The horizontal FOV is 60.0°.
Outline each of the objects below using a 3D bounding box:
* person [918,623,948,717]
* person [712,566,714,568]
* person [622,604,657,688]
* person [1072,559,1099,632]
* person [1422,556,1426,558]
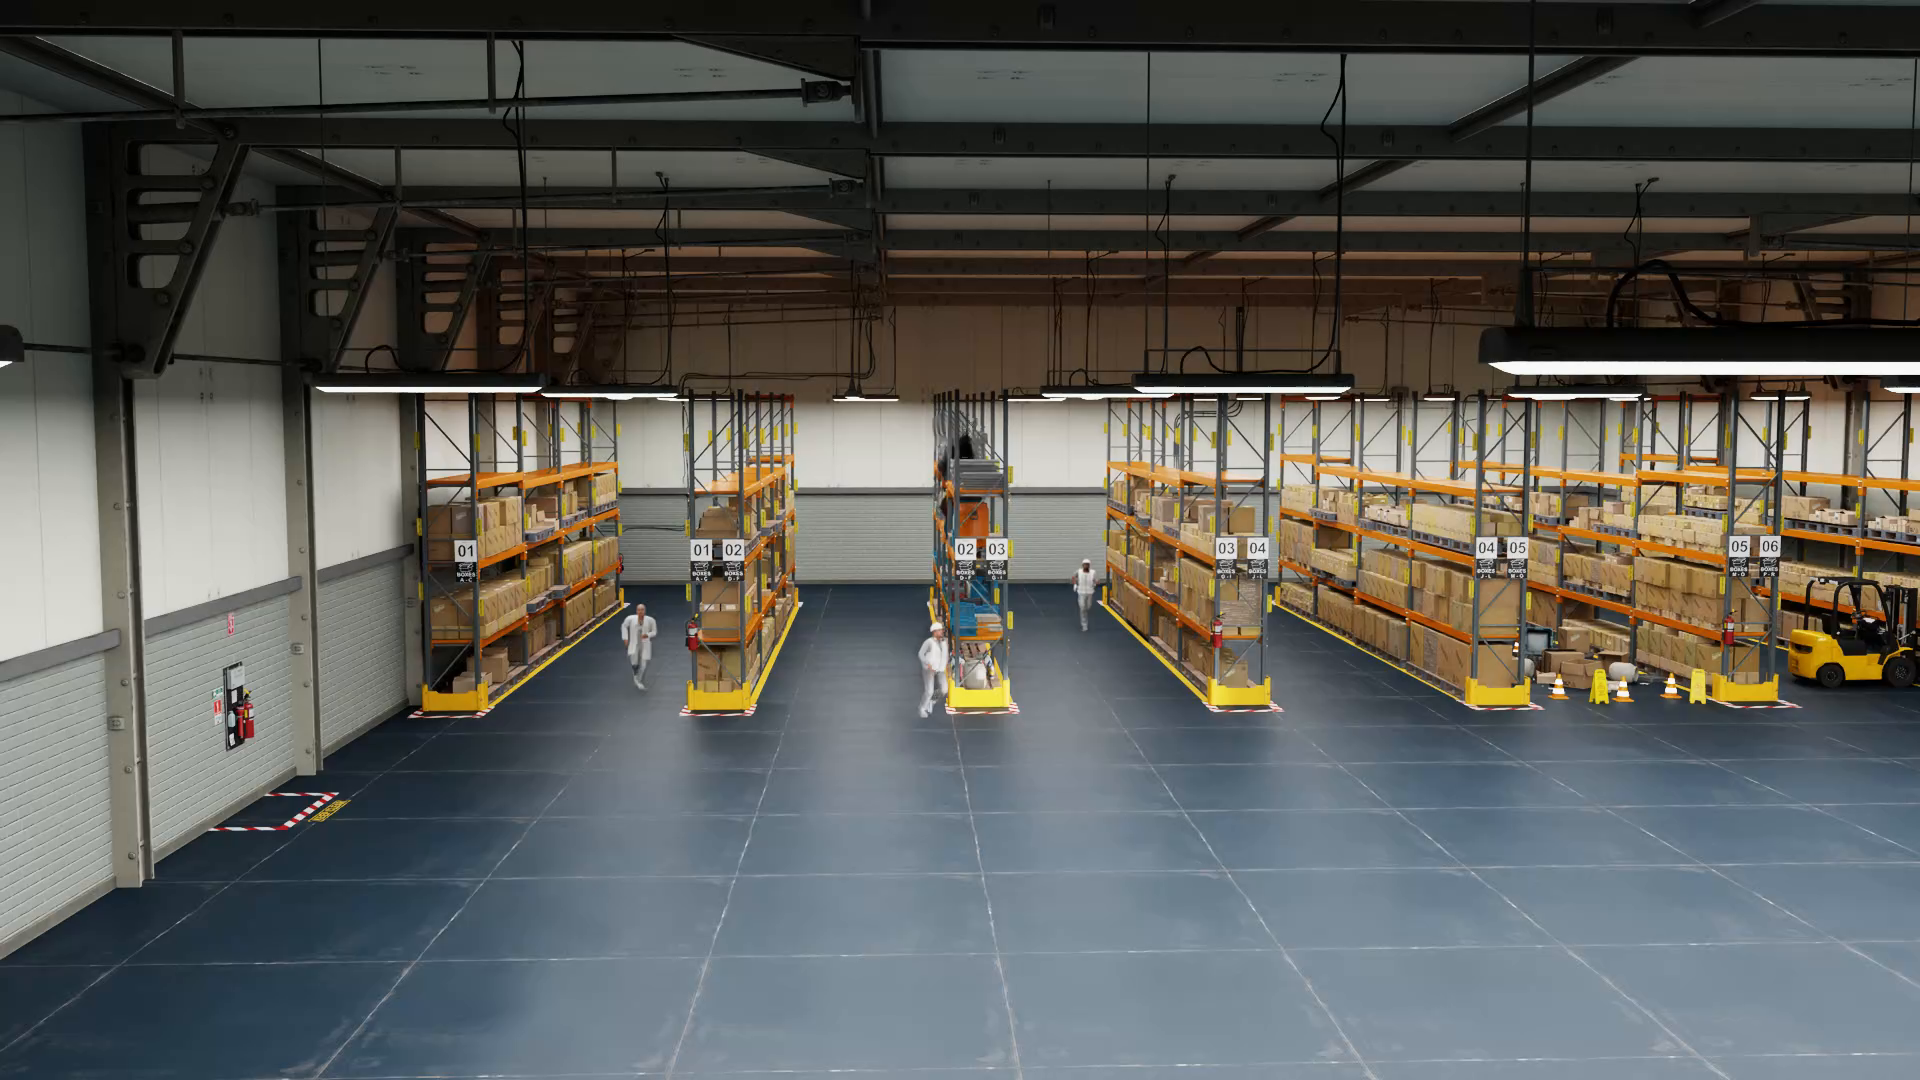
[{"bbox_3d":[-0.425,2.379,30.550,0.715,1.719,0.531,-3,6,-35],"label":"person"},{"bbox_3d":[-6.637,1.330,44.460,0.655,1.622,0.967,0,5,2],"label":"person"},{"bbox_3d":[-6.412,2.140,33.266,0.698,1.712,0.714,-1,5,-10],"label":"person"},{"bbox_3d":[3.202,1.373,42.265,0.681,1.794,0.990,0,5,-2],"label":"person"},{"bbox_3d":[12.150,1.299,43.539,0.641,1.768,0.915,-2,5,-19],"label":"person"}]
